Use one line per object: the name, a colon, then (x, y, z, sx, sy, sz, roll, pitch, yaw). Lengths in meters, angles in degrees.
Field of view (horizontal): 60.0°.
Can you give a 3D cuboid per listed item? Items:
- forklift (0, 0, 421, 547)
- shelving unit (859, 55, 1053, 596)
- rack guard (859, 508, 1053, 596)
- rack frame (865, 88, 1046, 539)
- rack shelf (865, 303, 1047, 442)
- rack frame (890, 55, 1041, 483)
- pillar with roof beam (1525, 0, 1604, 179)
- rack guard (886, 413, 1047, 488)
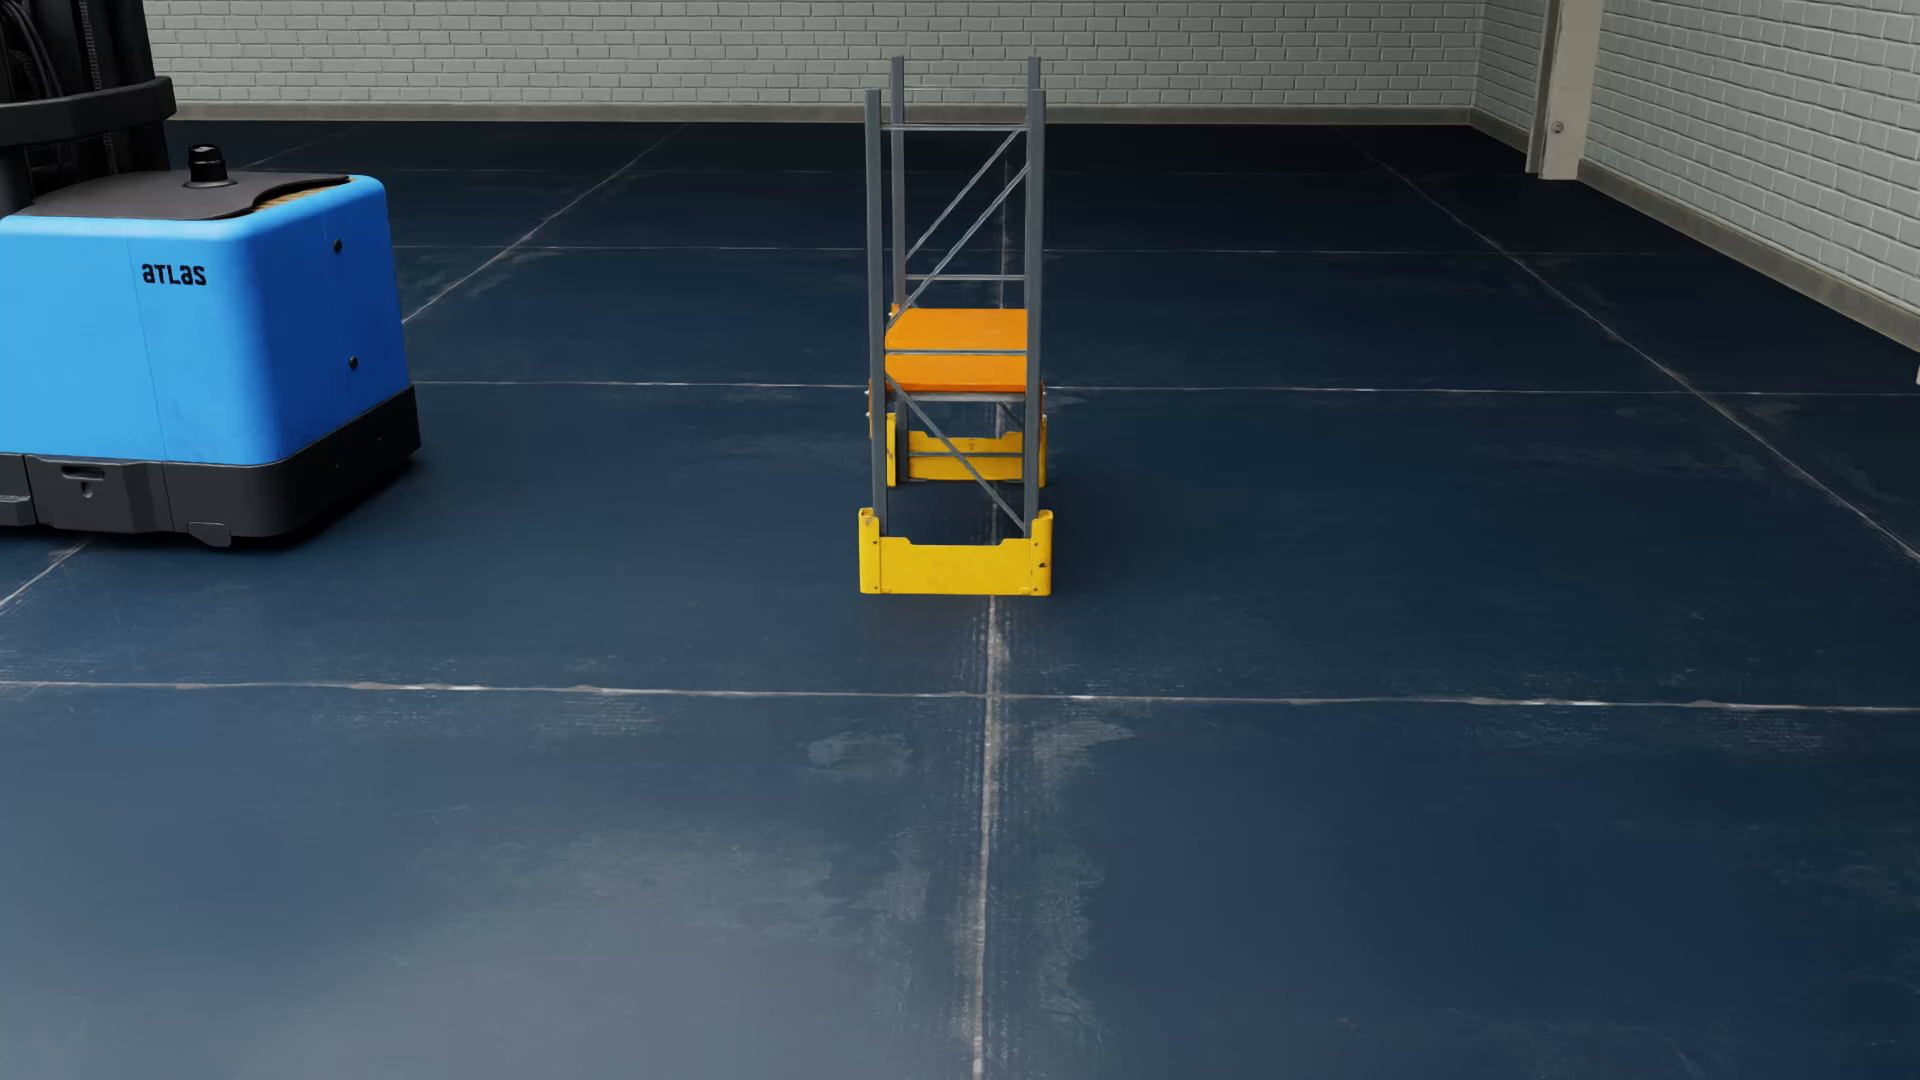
forklift: (-3.584, -1.577, 5.542, 3.031, 2.935, 1.130, 3, 21, 9)
shelving unit: (0.002, -0.727, 5.329, 0.587, 1.500, 1.083, 1, 21, 2)
rack guard: (-0.013, 0.036, 5.091, 0.587, 0.250, 0.087, 1, 21, 2)
rack frame: (-0.013, -0.546, 4.863, 0.500, 1.500, 0.032, 1, 21, 2)
rack shelf: (0.003, -0.562, 5.402, 0.538, 0.185, 1.000, 1, 21, 2)
rack frame: (0.018, -0.914, 5.811, 0.500, 1.500, 0.032, 1, 21, 2)
pillar with roof beam: (0.231, -7.033, 11.216, 9.100, 9.000, 0.400, 1, 21, 2)
rack guard: (0.017, -0.324, 6.019, 0.587, 0.250, 0.087, 1, 21, 2)
